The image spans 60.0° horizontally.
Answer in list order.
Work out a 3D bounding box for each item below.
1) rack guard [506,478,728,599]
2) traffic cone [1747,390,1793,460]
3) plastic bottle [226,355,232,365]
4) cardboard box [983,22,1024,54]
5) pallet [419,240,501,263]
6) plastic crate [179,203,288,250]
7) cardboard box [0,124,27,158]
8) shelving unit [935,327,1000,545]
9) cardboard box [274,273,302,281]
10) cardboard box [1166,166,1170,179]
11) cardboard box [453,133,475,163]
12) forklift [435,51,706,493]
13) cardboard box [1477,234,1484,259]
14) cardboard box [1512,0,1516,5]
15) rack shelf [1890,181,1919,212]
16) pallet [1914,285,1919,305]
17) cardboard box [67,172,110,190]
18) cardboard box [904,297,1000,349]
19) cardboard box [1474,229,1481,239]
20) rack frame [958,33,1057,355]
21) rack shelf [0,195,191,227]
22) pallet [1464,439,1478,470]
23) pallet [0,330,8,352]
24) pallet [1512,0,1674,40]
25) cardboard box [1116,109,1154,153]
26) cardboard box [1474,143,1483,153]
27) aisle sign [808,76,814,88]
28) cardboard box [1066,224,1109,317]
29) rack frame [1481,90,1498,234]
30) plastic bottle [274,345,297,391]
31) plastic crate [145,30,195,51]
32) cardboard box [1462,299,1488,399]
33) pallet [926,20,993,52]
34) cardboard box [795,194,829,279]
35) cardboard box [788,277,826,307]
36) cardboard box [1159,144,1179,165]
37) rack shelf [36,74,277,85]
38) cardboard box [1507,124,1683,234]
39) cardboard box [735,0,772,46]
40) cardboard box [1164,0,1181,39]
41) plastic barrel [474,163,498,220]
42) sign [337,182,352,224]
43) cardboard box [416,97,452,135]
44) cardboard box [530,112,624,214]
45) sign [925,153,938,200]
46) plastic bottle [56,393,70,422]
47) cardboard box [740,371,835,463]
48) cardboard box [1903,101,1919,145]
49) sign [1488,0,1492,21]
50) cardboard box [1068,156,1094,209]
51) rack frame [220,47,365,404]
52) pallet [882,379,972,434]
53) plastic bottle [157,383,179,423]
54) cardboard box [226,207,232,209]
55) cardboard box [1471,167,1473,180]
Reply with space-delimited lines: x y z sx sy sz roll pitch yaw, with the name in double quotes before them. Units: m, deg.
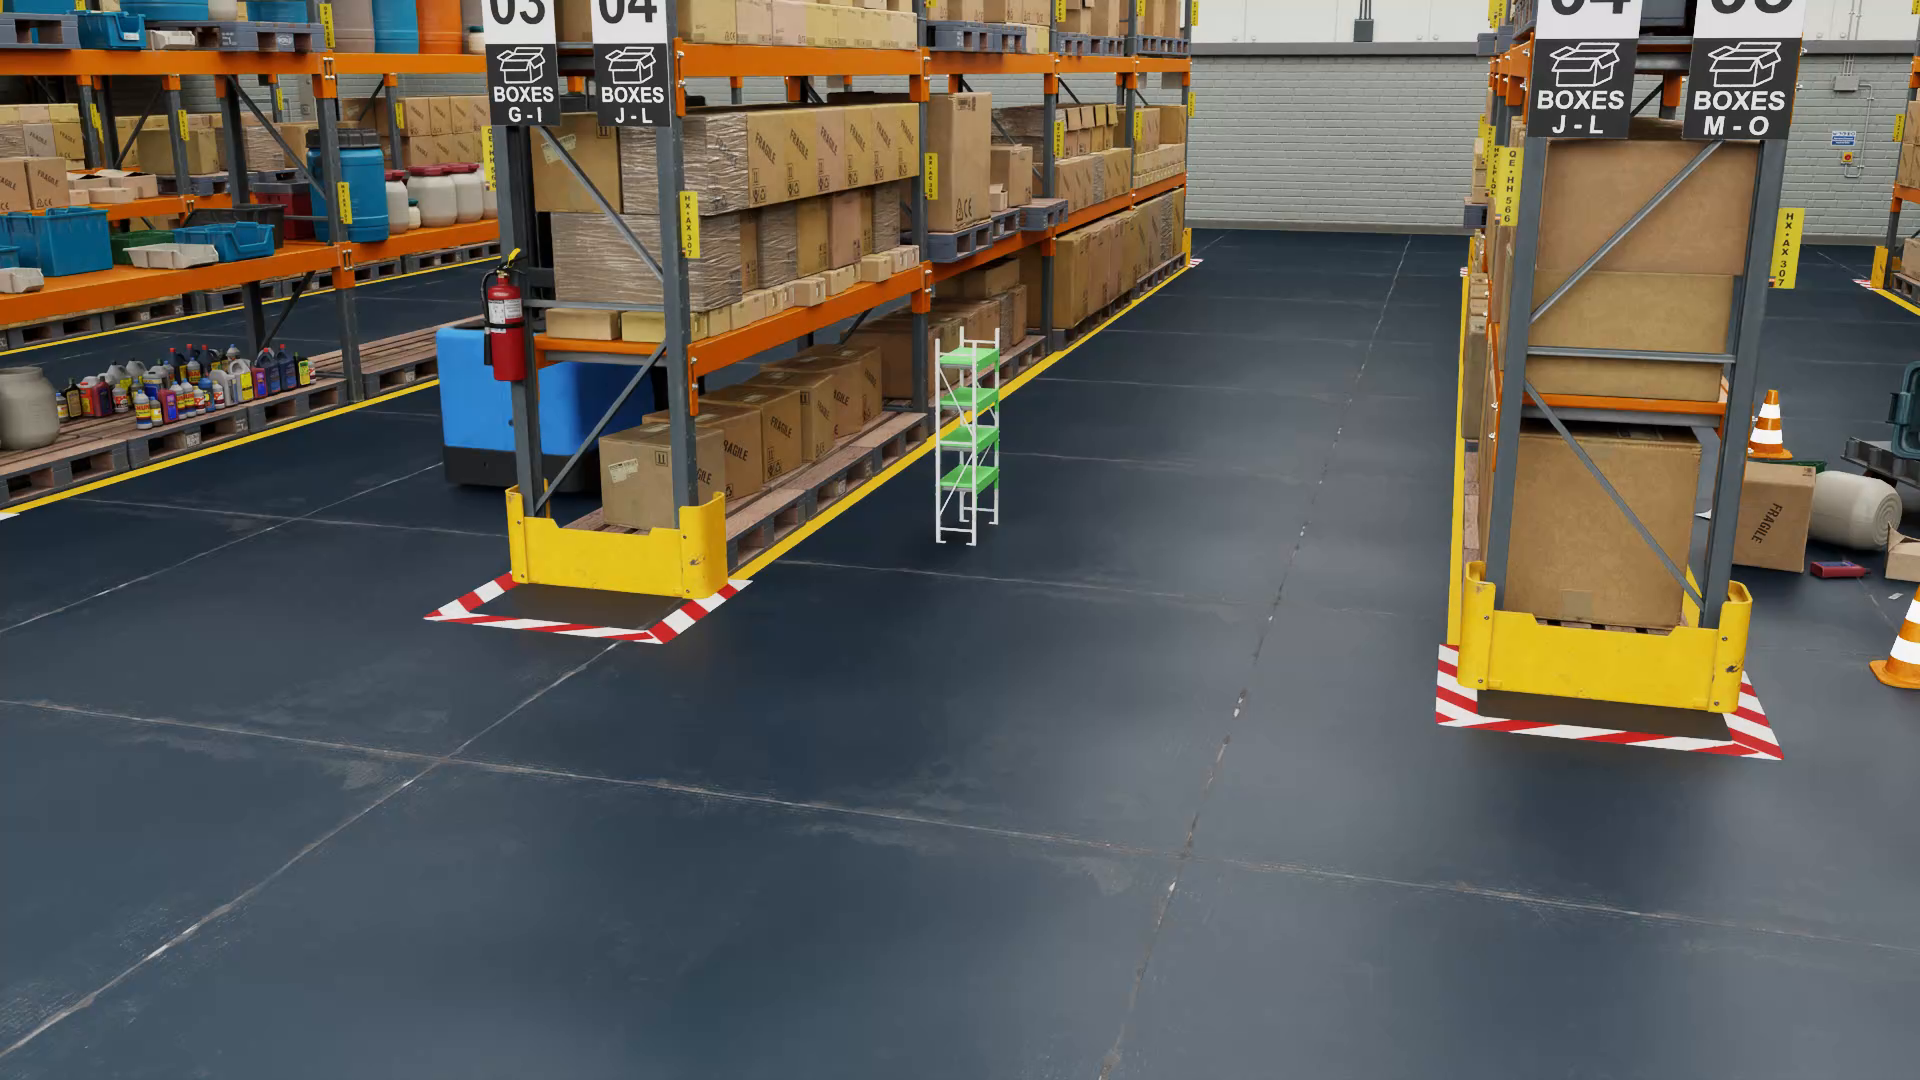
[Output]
"rack guard" -1.848 -0.015 8.965 1.175 0.500 0.348 5 16 16
"traffic cone" 5.822 -0.846 11.964 0.336 0.463 0.334 5 16 16
"plastic bottle" -6.022 -1.417 13.651 0.097 0.201 0.097 0 16 0
"cardboard box" 0.230 -4.256 14.114 0.500 0.250 0.500 5 17 17
"pallet" -7.416 -4.264 24.477 1.003 0.211 1.213 5 16 16
"plastic crate" -5.753 -2.471 13.157 0.767 0.338 0.504 5 16 16
"cardboard box" -12.883 -5.285 22.199 0.500 0.500 0.500 5 16 16
"shelving unit" 0.047 -0.621 9.818 0.258 1.200 0.503 5 16 16
"cardboard box" -8.399 -3.434 20.213 0.500 0.500 0.500 4 16 15
"cardboard box" 2.530 -4.808 21.746 0.380 0.149 0.250 5 16 16
"cardboard box" -7.264 -5.531 23.650 0.500 0.500 0.500 5 16 16
"forklift" -2.445 -2.072 11.763 1.130 2.935 3.031 5 17 18
"cardboard box" 5.804 -3.113 17.745 0.500 0.250 0.500 4 16 13
"cardboard box" 3.564 -3.336 10.105 0.380 0.149 0.250 4 16 15
"rack shelf" 11.610 -3.745 18.856 1.077 0.370 4.000 5 16 16
"pallet" 11.678 -2.740 19.102 1.003 0.211 1.213 5 16 16
"cardboard box" -9.533 -3.798 17.885 0.500 0.311 0.500 4 16 15
"cardboard box" -0.068 -1.828 14.550 0.700 0.500 0.500 6 17 21
"cardboard box" 6.929 -3.978 21.722 0.380 0.149 0.250 4 16 13
"rack frame" 0.404 -3.290 15.933 1.000 3.000 0.127 5 16 16
"rack shelf" -9.662 -3.190 16.898 1.077 0.370 4.000 5 16 16
"pallet" 4.141 -0.699 11.907 1.003 0.211 1.213 5 16 16
"pallet" -10.058 -1.867 16.026 1.003 0.211 1.213 5 16 16
"pallet" 3.751 -3.020 9.645 1.003 0.211 1.213 5 16 16
"cardboard box" 2.069 -5.002 20.324 0.500 0.500 0.500 5 16 16
"cardboard box" 5.348 -3.887 16.638 0.380 0.149 0.250 5 17 18
"aisle sign" -2.336 -7.060 24.459 0.394 0.787 0.004 5 16 16
"cardboard box" 0.880 -2.882 17.616 1.225 0.875 0.875 5 16 16
"rack frame" 6.267 -3.926 18.173 1.000 3.000 0.127 5 16 16
"plastic bottle" -5.389 -1.374 13.226 0.144 0.351 0.185 4 16 14
"plastic crate" -5.550 -3.493 11.633 0.243 0.136 0.396 5 16 16
"cardboard box" 4.362 -1.374 12.529 1.050 0.750 0.750 5 16 16
"pallet" -0.456 -3.750 12.400 1.213 0.211 1.003 5 16 16
"cardboard box" -1.323 -1.928 10.400 0.875 0.500 0.500 5 16 16
"cardboard box" -1.041 -1.517 10.142 0.380 0.149 0.250 5 16 16
"cardboard box" 2.649 -5.174 22.304 0.500 0.250 0.500 4 16 15
"rack shelf" -12.139 -7.109 25.218 1.077 0.370 4.000 5 16 16
"cardboard box" 3.383 -1.908 8.804 0.875 0.550 0.500 5 16 16
"cardboard box" -1.344 -2.810 9.016 0.500 0.250 0.500 4 16 15
"cardboard box" 2.581 -6.984 22.323 0.700 0.500 0.500 4 16 13
"plastic barrel" -4.552 -3.332 15.876 0.421 0.512 0.421 0 16 0
"sign" -4.958 -2.715 13.399 0.100 0.325 0.005 5 16 16
"cardboard box" -7.407 -5.872 23.018 0.500 0.500 0.500 4 16 14
"cardboard box" -1.951 -2.033 8.938 0.500 0.500 0.500 5 16 16
"sign" -0.211 -2.620 11.984 0.100 0.325 0.005 5 16 16
"plastic bottle" -6.517 -0.961 12.043 0.097 0.201 0.097 0 16 0
"cardboard box" -1.142 -0.823 11.044 0.500 0.500 0.500 3 16 11
"cardboard box" 11.769 -5.040 20.087 0.500 0.500 0.500 4 16 15
"sign" 6.884 -6.878 21.482 0.100 0.325 0.005 5 16 16
"cardboard box" 1.089 -3.714 17.243 0.500 0.500 0.500 4 16 15
"rack frame" -5.482 -2.628 13.597 1.000 3.000 0.127 5 16 16
"pallet" -0.513 -1.106 13.342 1.003 0.211 1.213 5 16 16
"plastic bottle" -5.723 -0.994 12.009 0.061 0.283 0.133 5 17 17
"cardboard box" -11.815 -5.213 26.524 0.700 0.500 0.500 5 16 16
"cardboard box" 5.714 -3.939 17.912 0.380 0.149 0.250 4 16 13
